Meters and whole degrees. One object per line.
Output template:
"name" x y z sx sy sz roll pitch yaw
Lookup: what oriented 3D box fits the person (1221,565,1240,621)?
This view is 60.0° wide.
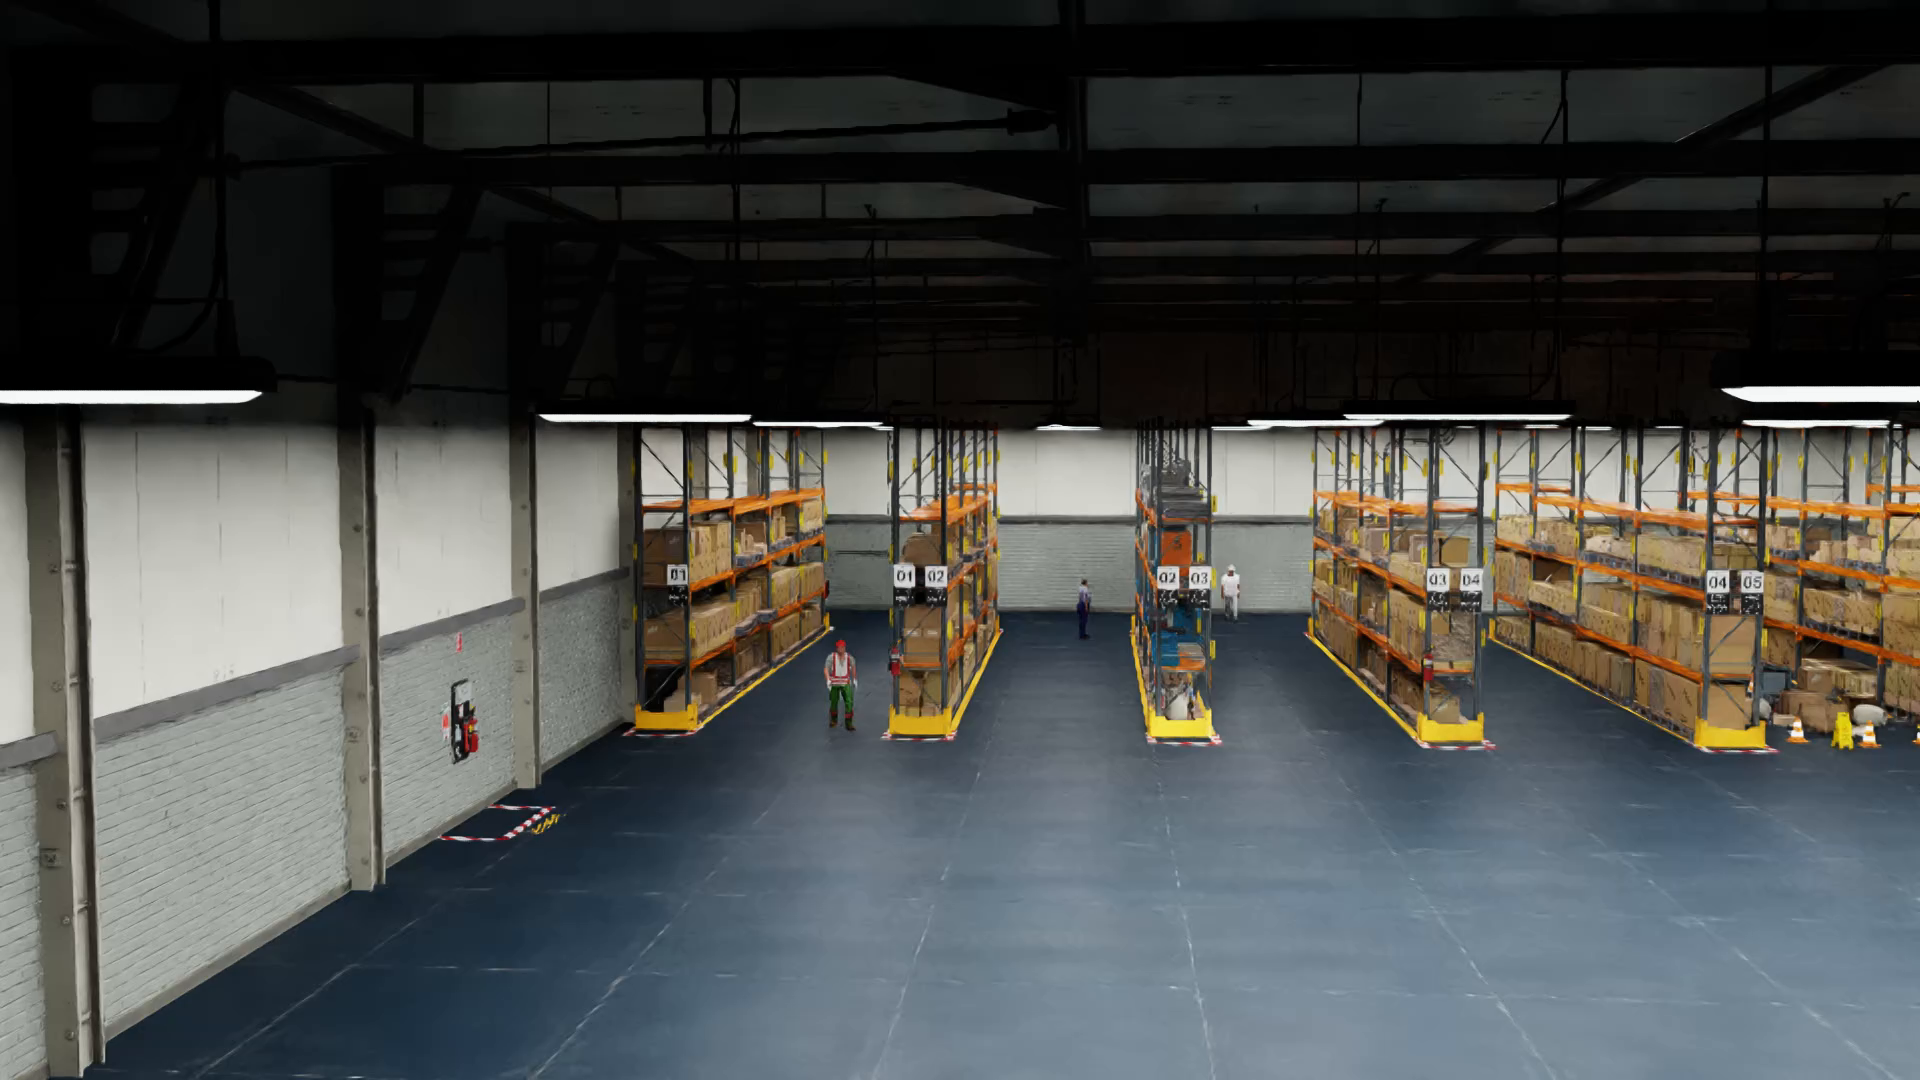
"person" 8.183 1.587 50.270 0.577 1.691 1.117 0 4 7

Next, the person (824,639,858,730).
"person" -2.292 2.761 31.983 0.672 1.748 0.776 -1 4 -9

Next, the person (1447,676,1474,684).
"person" 11.335 2.431 37.692 0.483 1.615 0.995 0 4 -4

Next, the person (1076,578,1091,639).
"person" 3.462 1.887 45.970 0.445 1.657 0.576 -1 4 -16
